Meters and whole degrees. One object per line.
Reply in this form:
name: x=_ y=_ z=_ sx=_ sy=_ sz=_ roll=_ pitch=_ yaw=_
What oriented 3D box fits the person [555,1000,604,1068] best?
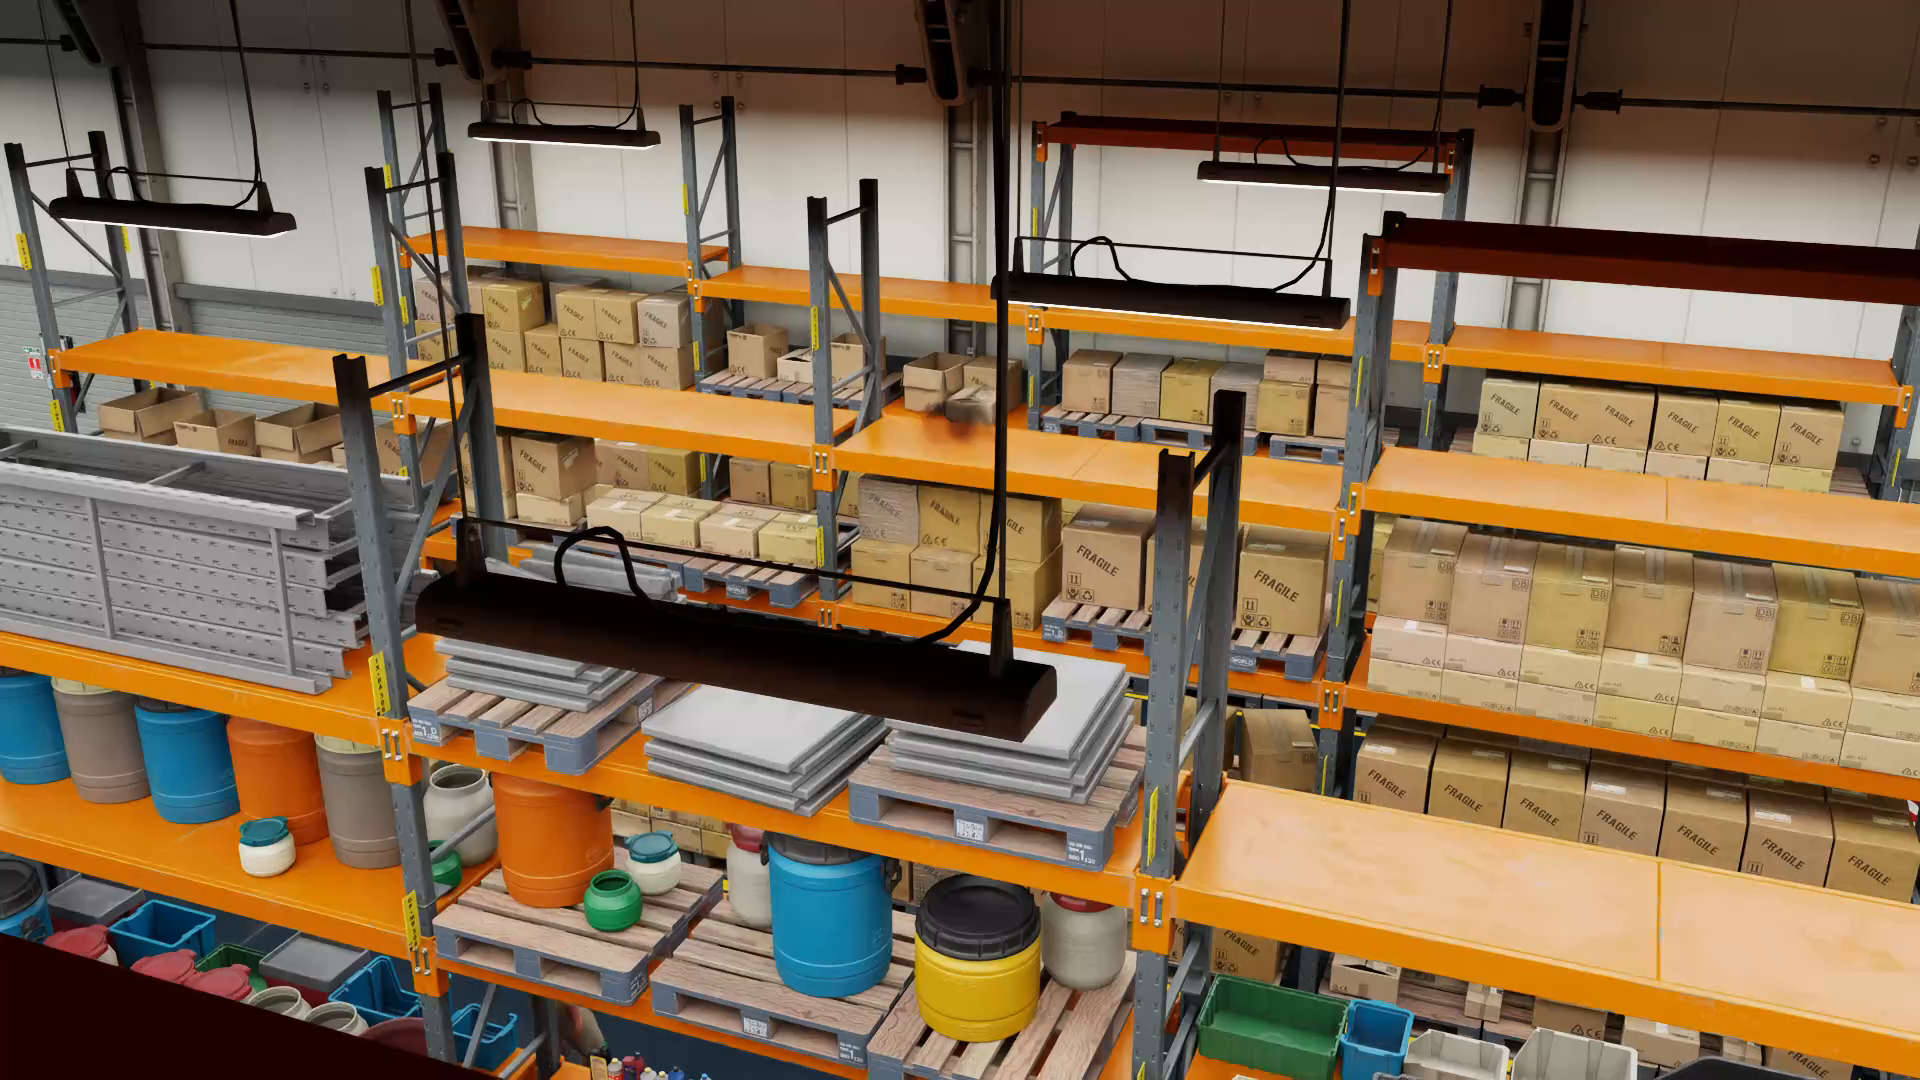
person: x=-2.711 y=3.247 z=11.560 sx=0.538 sy=1.794 sz=0.606 roll=-5 pitch=21 yaw=-14
